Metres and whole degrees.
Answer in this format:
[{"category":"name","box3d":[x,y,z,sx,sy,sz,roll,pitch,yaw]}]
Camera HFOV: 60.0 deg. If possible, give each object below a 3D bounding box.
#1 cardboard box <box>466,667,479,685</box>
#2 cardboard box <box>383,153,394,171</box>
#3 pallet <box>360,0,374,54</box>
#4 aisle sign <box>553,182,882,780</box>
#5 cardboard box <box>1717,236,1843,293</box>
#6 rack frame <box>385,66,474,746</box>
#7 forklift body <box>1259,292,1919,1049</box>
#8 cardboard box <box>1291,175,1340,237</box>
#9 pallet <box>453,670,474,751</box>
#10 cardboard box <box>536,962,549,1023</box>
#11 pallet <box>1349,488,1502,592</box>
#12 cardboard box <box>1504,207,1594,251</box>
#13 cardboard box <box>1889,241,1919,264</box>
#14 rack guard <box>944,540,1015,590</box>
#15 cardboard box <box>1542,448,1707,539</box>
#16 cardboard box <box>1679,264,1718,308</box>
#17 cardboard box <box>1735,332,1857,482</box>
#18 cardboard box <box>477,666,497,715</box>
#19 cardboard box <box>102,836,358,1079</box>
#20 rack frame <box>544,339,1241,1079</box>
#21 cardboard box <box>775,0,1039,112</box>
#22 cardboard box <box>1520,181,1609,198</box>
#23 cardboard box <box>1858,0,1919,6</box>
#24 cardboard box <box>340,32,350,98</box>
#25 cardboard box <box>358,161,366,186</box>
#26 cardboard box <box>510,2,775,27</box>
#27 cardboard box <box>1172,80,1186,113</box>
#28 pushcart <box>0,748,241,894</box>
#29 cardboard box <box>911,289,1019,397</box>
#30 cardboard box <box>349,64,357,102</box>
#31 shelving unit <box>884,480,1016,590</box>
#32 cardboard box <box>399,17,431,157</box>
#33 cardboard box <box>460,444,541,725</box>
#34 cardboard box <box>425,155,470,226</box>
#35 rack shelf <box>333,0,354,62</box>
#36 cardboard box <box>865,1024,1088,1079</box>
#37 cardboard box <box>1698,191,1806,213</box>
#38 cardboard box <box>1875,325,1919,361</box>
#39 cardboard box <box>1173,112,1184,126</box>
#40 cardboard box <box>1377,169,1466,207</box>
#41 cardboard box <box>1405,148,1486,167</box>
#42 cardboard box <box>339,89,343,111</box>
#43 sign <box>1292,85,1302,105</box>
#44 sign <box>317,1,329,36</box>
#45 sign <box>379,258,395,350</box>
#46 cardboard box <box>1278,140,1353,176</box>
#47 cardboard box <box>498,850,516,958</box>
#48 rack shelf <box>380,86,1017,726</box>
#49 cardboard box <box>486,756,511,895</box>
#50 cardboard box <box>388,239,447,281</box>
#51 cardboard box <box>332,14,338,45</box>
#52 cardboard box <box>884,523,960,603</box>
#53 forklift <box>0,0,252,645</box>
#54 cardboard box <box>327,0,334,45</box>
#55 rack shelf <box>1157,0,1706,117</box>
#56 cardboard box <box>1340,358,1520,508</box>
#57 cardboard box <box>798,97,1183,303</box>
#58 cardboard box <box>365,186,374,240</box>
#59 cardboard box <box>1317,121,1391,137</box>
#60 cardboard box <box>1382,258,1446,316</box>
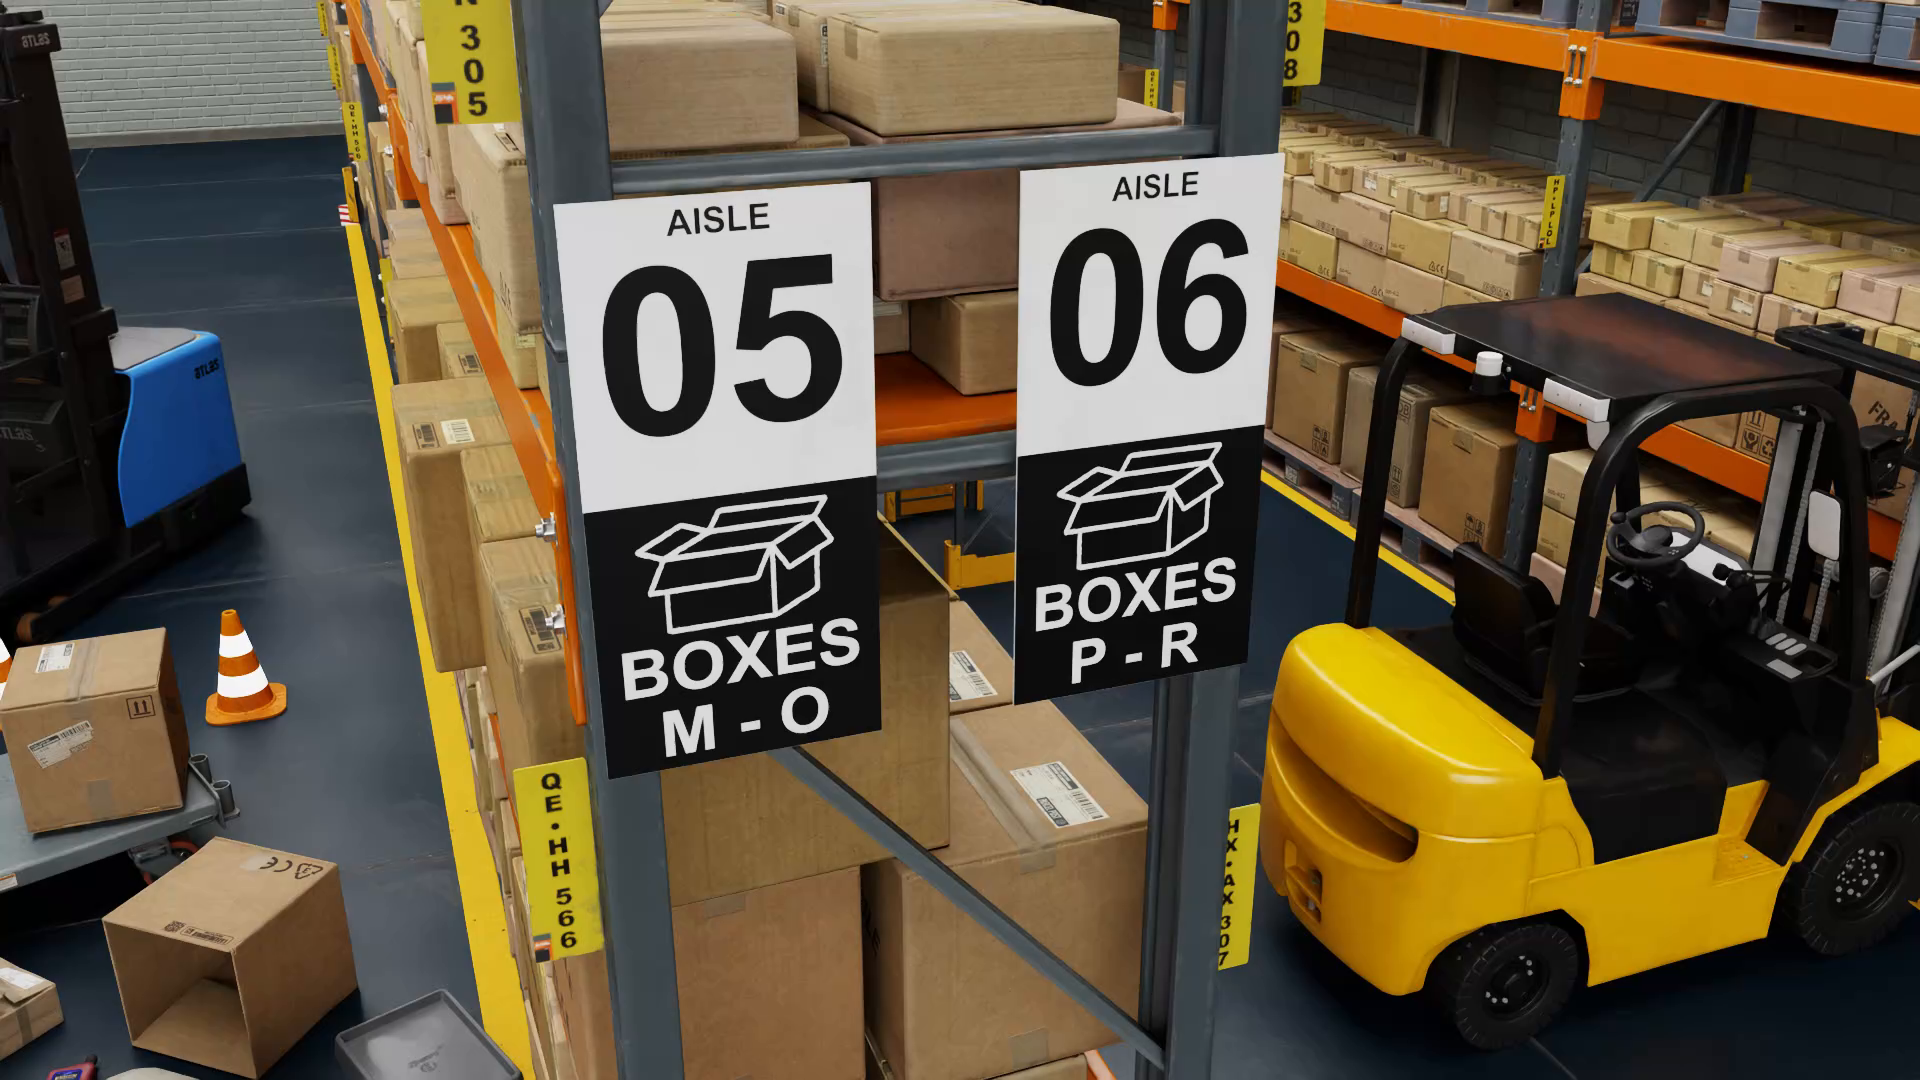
[{"category":"cardboard box","box3d":[-1.518,0.355,5.746,0.380,0.149,0.250,-8,24,-18]},{"category":"cardboard box","box3d":[-2.548,-1.634,8.212,0.500,0.500,0.500,-8,24,-18]},{"category":"pallet","box3d":[-1.949,-2.291,7.202,1.213,0.211,1.003,-8,24,-19]},{"category":"aisle sign","box3d":[-0.298,-0.062,2.187,0.394,0.787,0.004,-8,24,-19]},{"category":"cardboard box","box3d":[3.286,-1.106,6.665,0.380,0.149,0.250,-8,24,-18]},{"category":"rack frame","box3d":[-1.462,-0.380,6.288,1.000,3.000,0.127,-8,24,-19]},{"category":"forklift body","box3d":[2.217,0.344,5.665,2.313,2.155,1.214,-8,24,-19]},{"category":"cardboard box","box3d":[2.244,-1.925,9.505,0.500,0.250,0.500,-8,24,-18]},{"category":"pallet","box3d":[-1.738,0.623,7.501,1.003,0.211,1.213,-8,24,-19]},{"category":"cardboard box","box3d":[-0.854,1.032,4.139,0.380,0.149,0.250,-8,24,-18]},{"category":"pallet","box3d":[2.884,-0.039,9.072,1.003,0.211,1.213,-8,24,-19]},{"category":"cardboard box","box3d":[2.852,-1.501,7.984,0.380,0.149,0.250,-7,24,-17]},{"category":"cardboard box","box3d":[3.952,-1.099,6.648,0.380,0.149,0.250,-9,24,-20]},{"category":"rack guard","box3d":[0.203,0.093,8.706,0.587,0.250,0.087,-8,24,-19]},{"category":"cardboard box","box3d":[3.058,-0.230,7.647,0.500,0.250,0.500,-9,24,-20]},{"category":"cardboard box","box3d":[3.258,-1.070,6.963,0.380,0.149,0.250,-8,24,-19]},{"category":"cardboard box","box3d":[3.473,-0.540,6.541,0.500,0.500,0.500,-9,24,-20]},{"category":"cardboard box","box3d":[-1.207,0.361,4.855,0.380,0.149,0.250,-8,24,-19]},{"category":"cardboard box","box3d":[-2.356,1.347,5.407,0.500,0.500,0.500,8,24,18]},{"category":"rack frame","box3d":[-0.048,1.074,2.840,1.000,3.000,0.127,-8,24,-19]},{"category":"cardboard box","box3d":[-0.087,-0.807,2.736,0.380,0.149,0.250,-8,24,-19]},{"category":"cardboard box","box3d":[3.124,-1.760,8.599,0.380,0.149,0.250,-8,24,-19]},{"category":"cardboard box","box3d":[3.421,-2.041,5.872,0.396,0.266,0.258,-9,24,-20]},{"category":"cardboard box","box3d":[-4.196,-3.413,12.069,0.500,0.500,0.500,-8,24,-19]},{"category":"cardboard box","box3d":[-3.668,-2.504,10.879,0.500,0.250,0.500,-9,24,-20]},{"category":"cardboard box","box3d":[-0.499,-0.741,2.582,0.380,0.149,0.250,-8,24,-18]},{"category":"cardboard box","box3d":[1.732,-2.963,11.749,0.500,0.500,0.500,-7,24,-17]},{"category":"pushcart","box3d":[-3.577,1.160,6.012,1.648,0.377,0.936,-18,29,-37]},{"category":"cardboard box","box3d":[0.138,-0.358,2.698,0.380,0.149,0.250,-8,24,-19]},{"category":"cardboard box","box3d":[-3.491,-2.677,10.323,0.500,0.500,0.500,-8,24,-18]},{"category":"shelving unit","box3d":[0.027,-0.663,8.893,0.587,1.500,1.083,-8,24,-19]},{"category":"cardboard box","box3d":[-1.026,-1.079,3.897,0.500,0.250,0.500,-8,24,-18]},{"category":"cardboard box","box3d":[-0.605,0.089,3.377,0.700,0.500,0.500,-8,24,-18]},{"category":"cardboard box","box3d":[-1.020,-0.836,3.832,0.380,0.149,0.250,-9,24,-20]},{"category":"rack shelf","box3d":[-3.581,-3.610,11.018,1.077,0.370,4.000,-8,24,-19]},{"category":"cardboard box","box3d":[0.025,1.038,3.249,0.380,0.149,0.250,-8,24,-19]},{"category":"cardboard box","box3d":[3.576,-1.469,7.528,0.380,0.149,0.250,-8,24,-19]},{"category":"cardboard box","box3d":[3.575,-0.690,6.062,0.380,0.149,0.250,-9,24,-20]},{"category":"cardboard box","box3d":[1.605,-2.704,10.840,0.380,0.149,0.250,-8,24,-17]},{"category":"cardboard box","box3d":[2.456,-1.869,8.859,0.380,0.149,0.250,-9,24,-20]},{"category":"cardboard box","box3d":[2.762,-2.124,9.464,0.380,0.149,0.250,-8,24,-19]},{"category":"cardboard box","box3d":[-5.432,-4.205,15.235,0.500,0.500,0.500,-8,24,-19]},{"category":"sign","box3d":[2.286,-3.126,11.315,0.100,0.325,0.005,-8,24,-19]},{"category":"sign","box3d":[-6.222,-5.101,16.274,0.100,0.325,0.005,-8,24,-19]},{"category":"sign","box3d":[-1.979,-0.836,5.880,0.100,0.325,0.005,-8,24,-19]},{"category":"cardboard box","box3d":[2.071,-2.237,9.731,0.380,0.149,0.250,-8,24,-18]},{"category":"cardboard box","box3d":[-1.307,1.138,5.688,0.500,0.250,0.500,-7,24,-16]},{"category":"rack shelf","box3d":[-0.755,-0.704,4.121,1.077,0.370,4.000,-8,24,-19]},{"category":"cardboard box","box3d":[-1.306,0.793,5.541,0.500,0.500,0.500,-7,24,-17]},{"category":"cardboard box","box3d":[-1.349,-0.645,5.120,0.700,0.500,0.500,-8,24,-19]},{"category":"cardboard box","box3d":[-4.713,-3.927,13.288,0.500,0.500,0.500,-9,24,-19]},{"category":"cardboard box","box3d":[-0.323,0.308,4.146,0.500,0.500,0.500,-9,24,-20]},{"category":"forklift","box3d":[-4.894,-0.997,7.842,1.130,2.935,3.031,5,23,11]},{"category":"cardboard box","box3d":[-5.419,-4.660,15.029,0.500,0.500,0.500,-9,24,-19]},{"category":"rack shelf","box3d":[2.474,-2.839,9.189,1.077,0.370,4.000,-8,24,-19]},{"category":"cardboard box","box3d":[2.719,-0.632,9.405,0.875,0.625,0.625,-9,24,-20]},{"category":"cardboard box","box3d":[0.023,-0.596,2.749,0.500,0.250,0.500,-9,24,-20]},{"category":"cardboard box","box3d":[-3.491,-2.095,10.553,0.500,0.250,0.500,-8,24,-18]},{"category":"cardboard box","box3d":[2.455,-2.508,10.375,0.380,0.149,0.250,-9,24,-20]},{"category":"cardboard box","box3d":[2.575,-1.322,8.718,0.500,0.250,0.500,-8,24,-19]}]
